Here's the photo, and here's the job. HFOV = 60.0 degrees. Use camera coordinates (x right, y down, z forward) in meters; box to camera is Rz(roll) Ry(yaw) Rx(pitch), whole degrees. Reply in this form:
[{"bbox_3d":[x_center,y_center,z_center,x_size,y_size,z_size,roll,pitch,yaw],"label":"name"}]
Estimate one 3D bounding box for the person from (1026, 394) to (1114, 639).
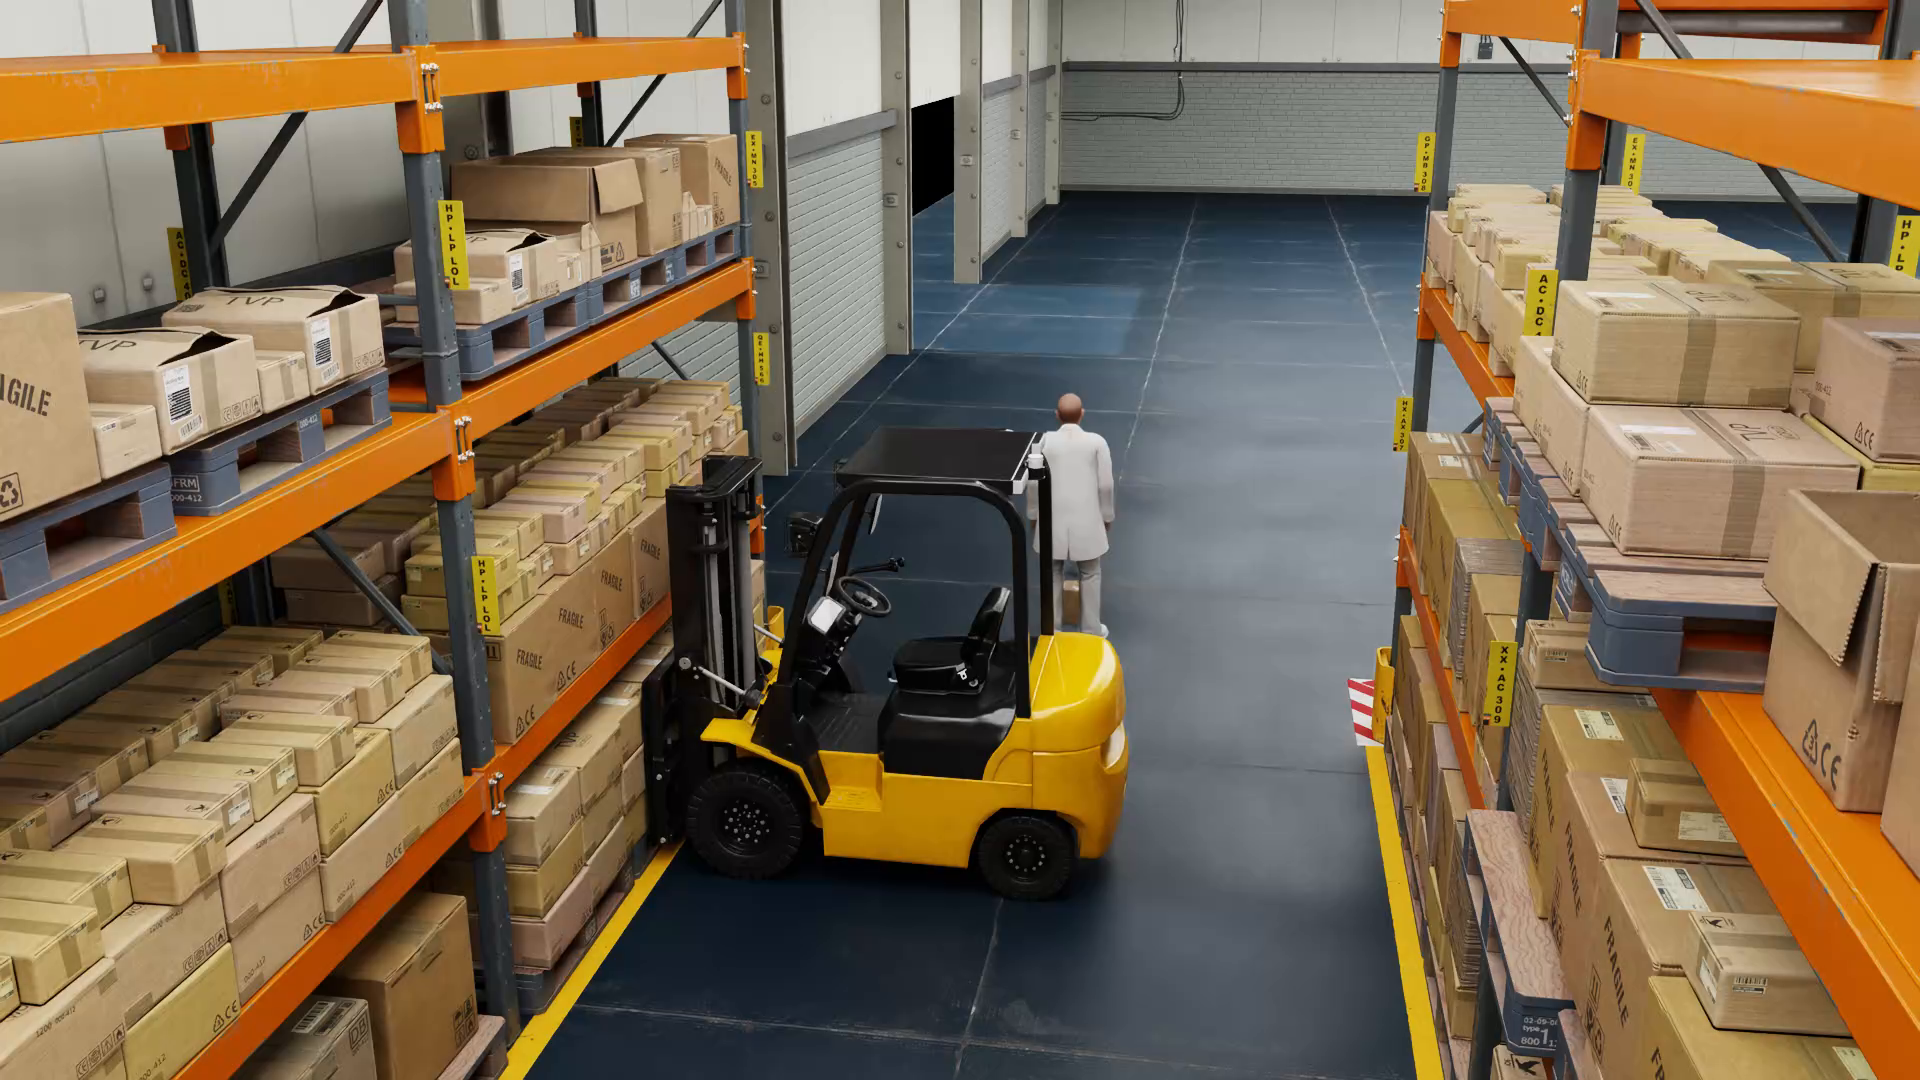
[{"bbox_3d":[0.758,-0.131,11.487,0.612,1.775,0.426,2,18,7],"label":"person"}]
